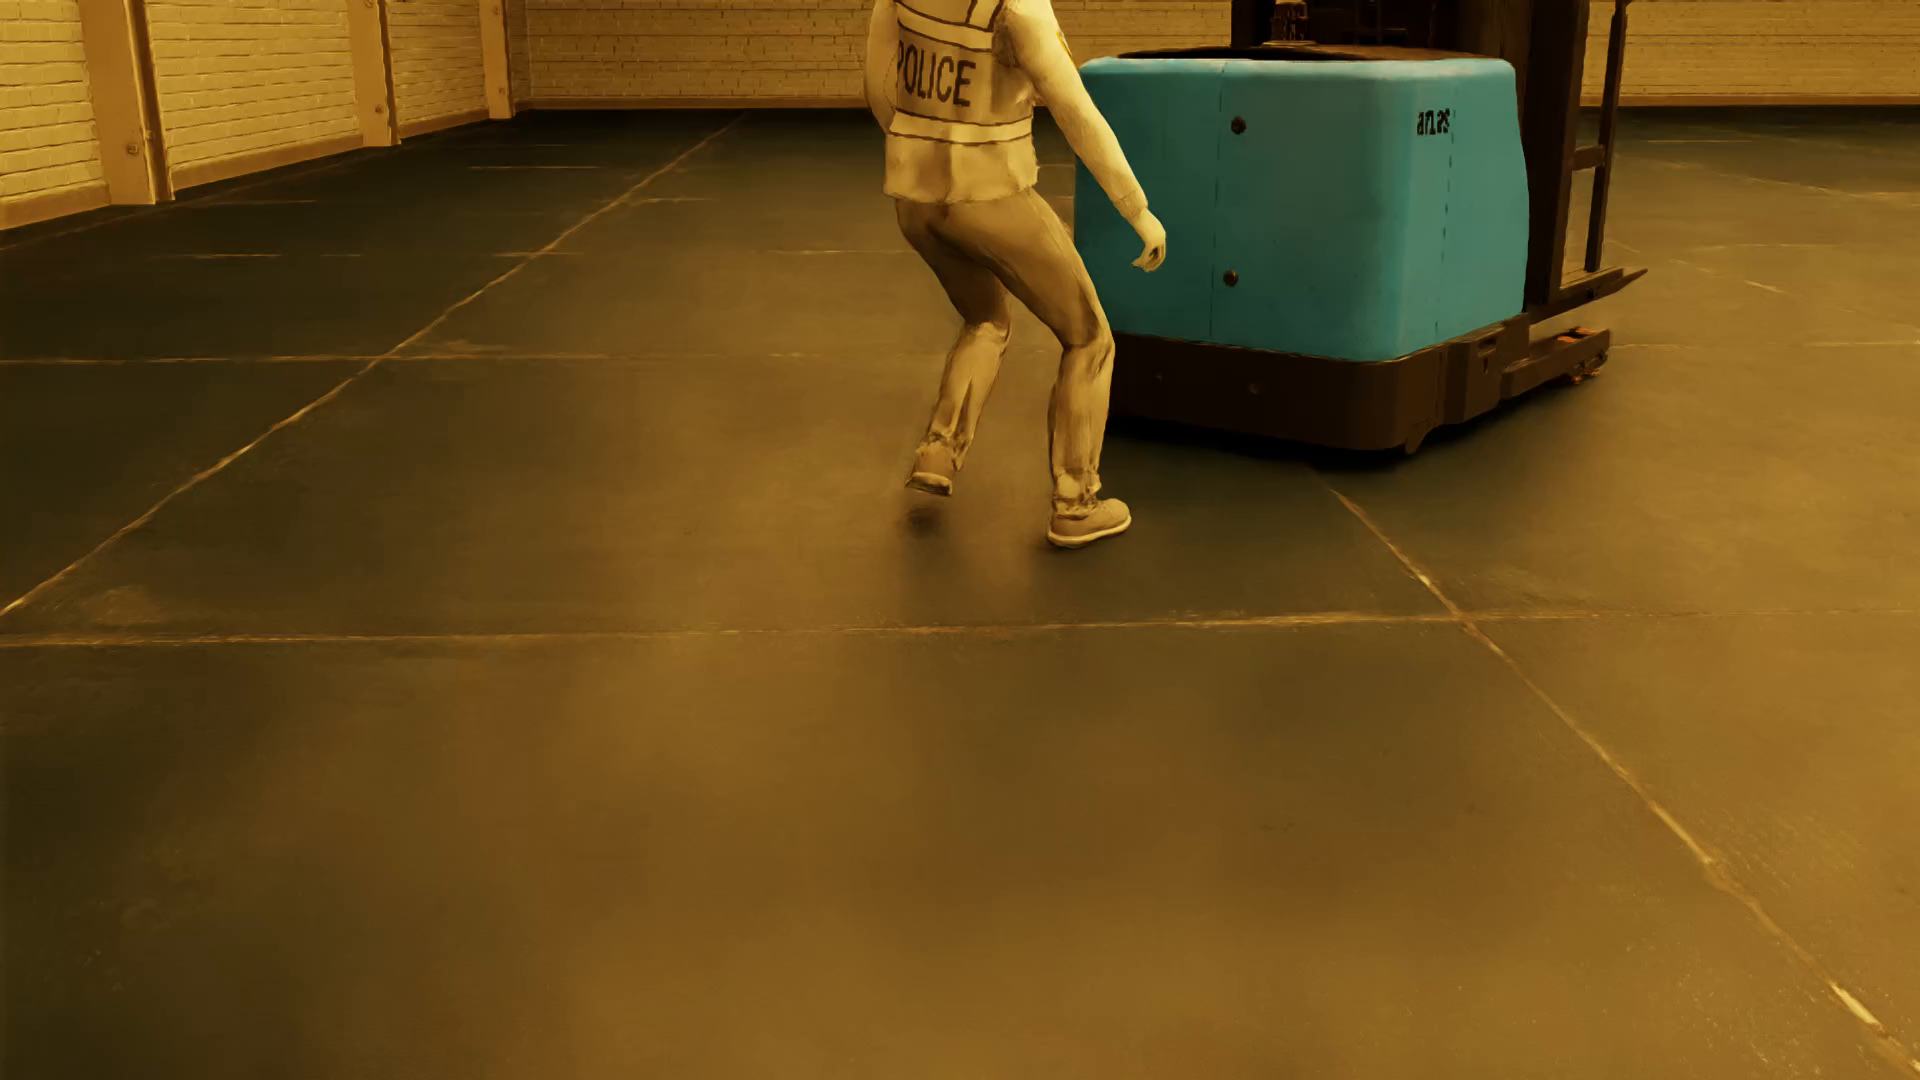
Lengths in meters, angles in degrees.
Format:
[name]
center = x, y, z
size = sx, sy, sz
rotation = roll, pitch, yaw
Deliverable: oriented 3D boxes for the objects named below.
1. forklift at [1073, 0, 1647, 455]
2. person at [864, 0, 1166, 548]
[forklift]
center = 1.613, -2.005, 5.461
size = 1.130, 2.935, 3.031
rotation = 13, 21, 35
[person]
center = 0.119, -0.790, 3.797
size = 0.740, 1.578, 0.444
rotation = 16, 23, 42
